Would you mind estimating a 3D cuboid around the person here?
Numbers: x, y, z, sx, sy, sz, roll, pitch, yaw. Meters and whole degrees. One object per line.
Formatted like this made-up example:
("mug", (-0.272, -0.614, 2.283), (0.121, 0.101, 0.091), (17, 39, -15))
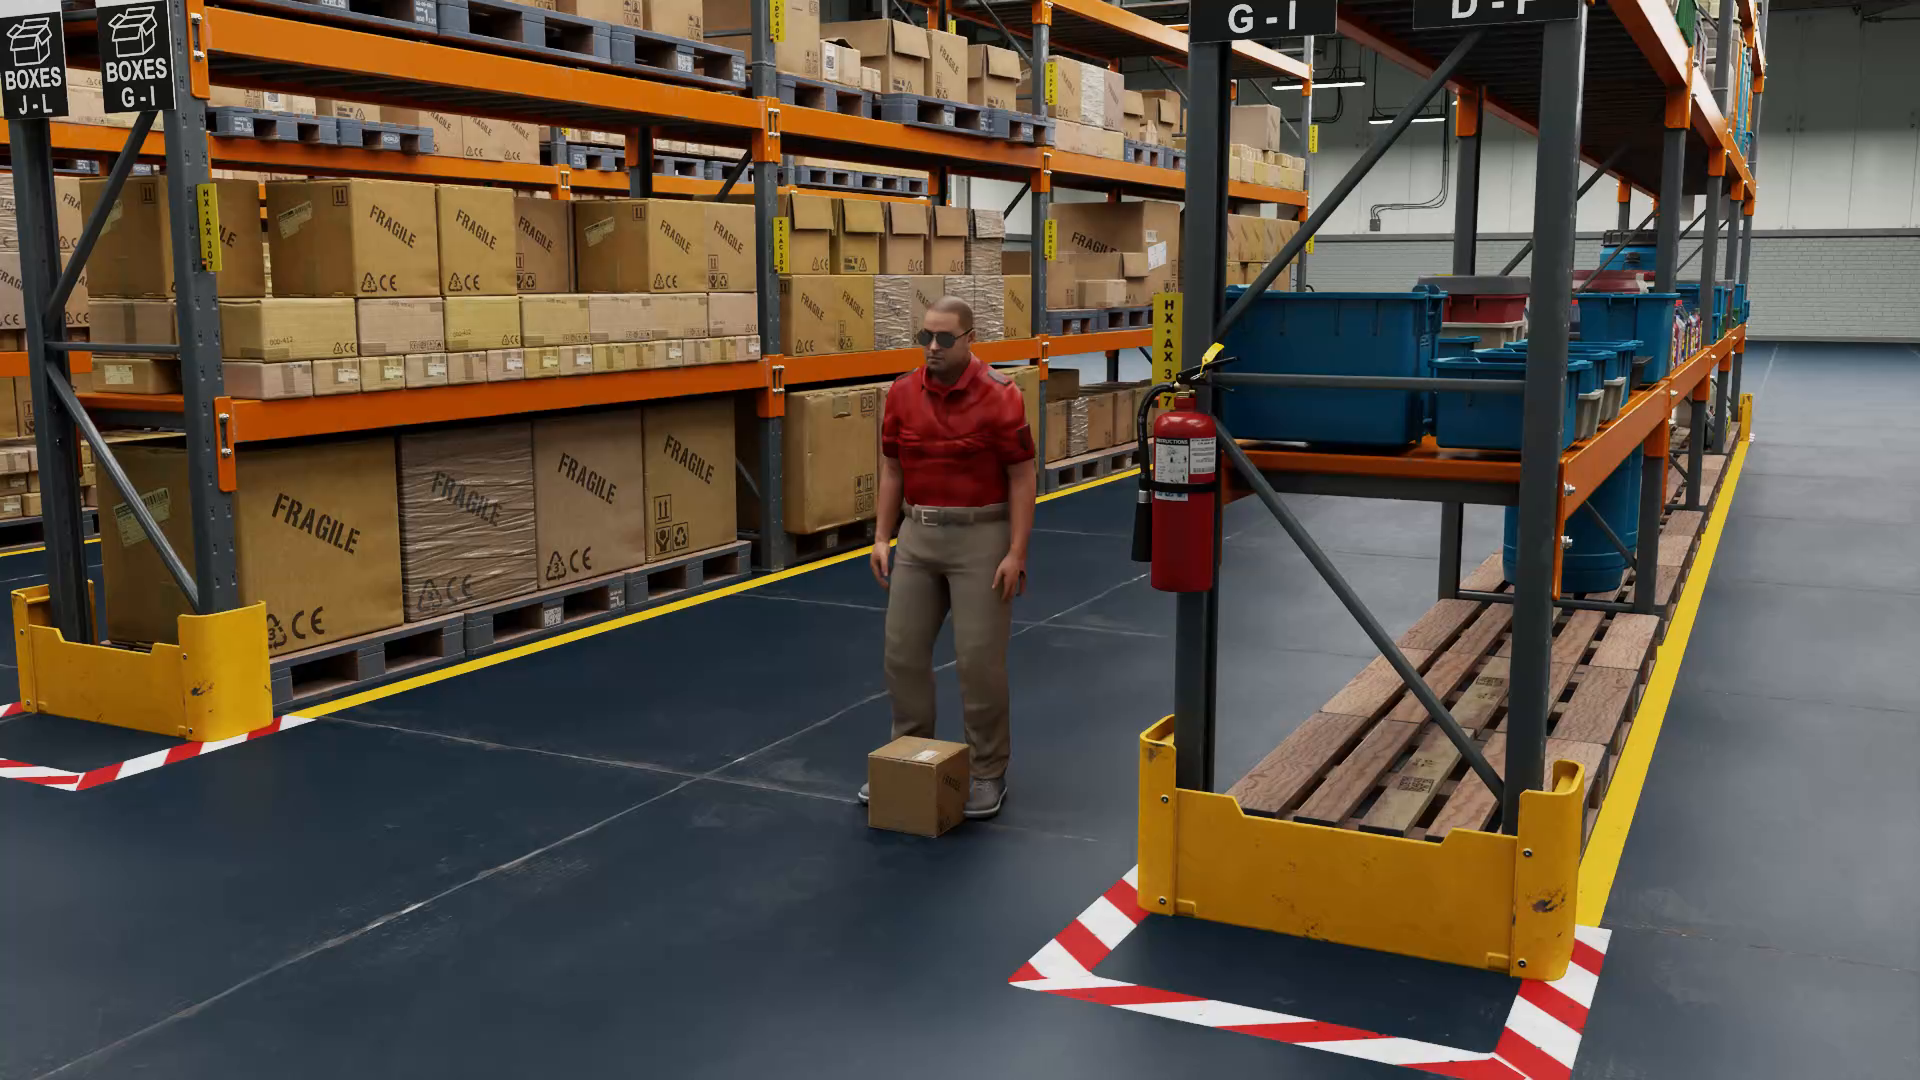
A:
("person", (-0.033, 0.046, 5.618), (0.585, 1.726, 0.396), (4, 10, 26))
